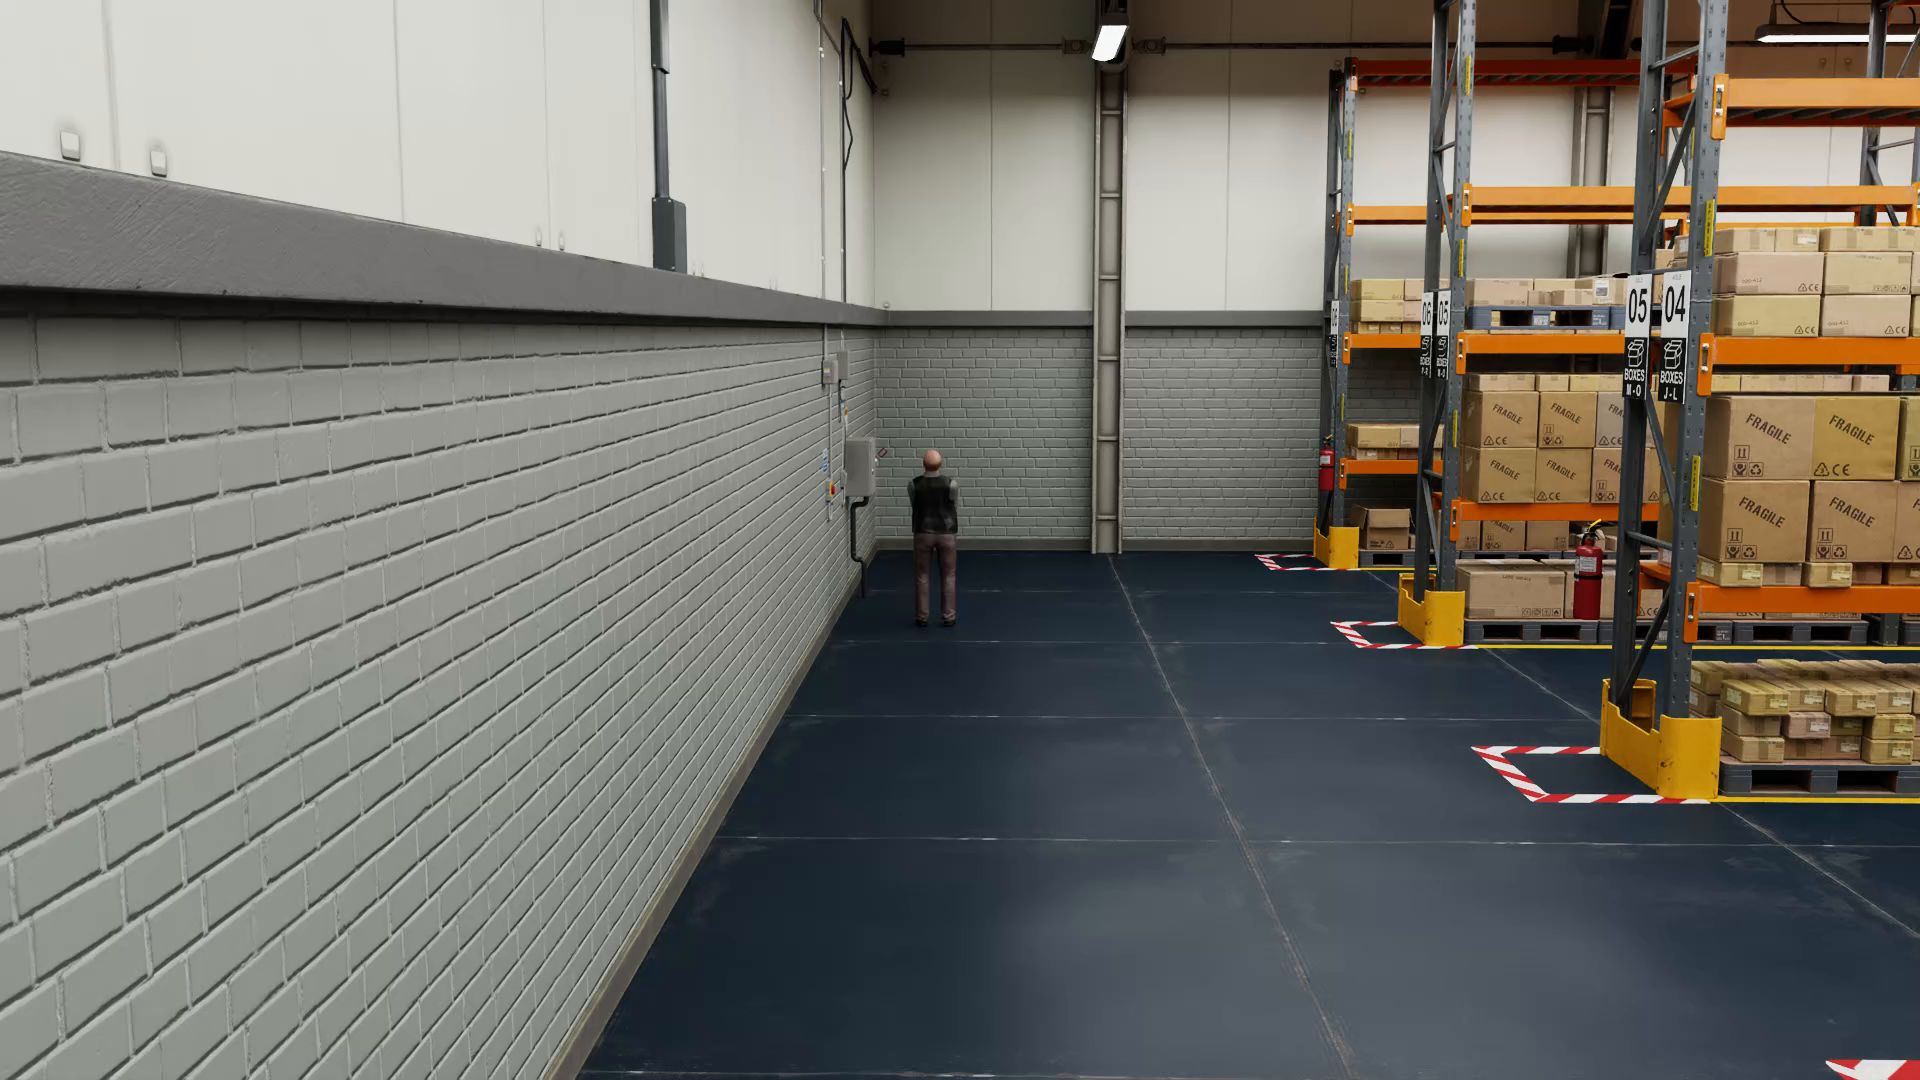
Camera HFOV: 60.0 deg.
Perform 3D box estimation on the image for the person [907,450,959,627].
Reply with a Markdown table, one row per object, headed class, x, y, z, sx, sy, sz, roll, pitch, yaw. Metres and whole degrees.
| class | x | y | z | sx | sy | sz | roll | pitch | yaw |
| --- | --- | --- | --- | --- | --- | --- | --- | --- | --- |
| person | -0.257 | -0.032 | 16.155 | 0.494 | 1.711 | 0.551 | 0 | 7 | 2 |
